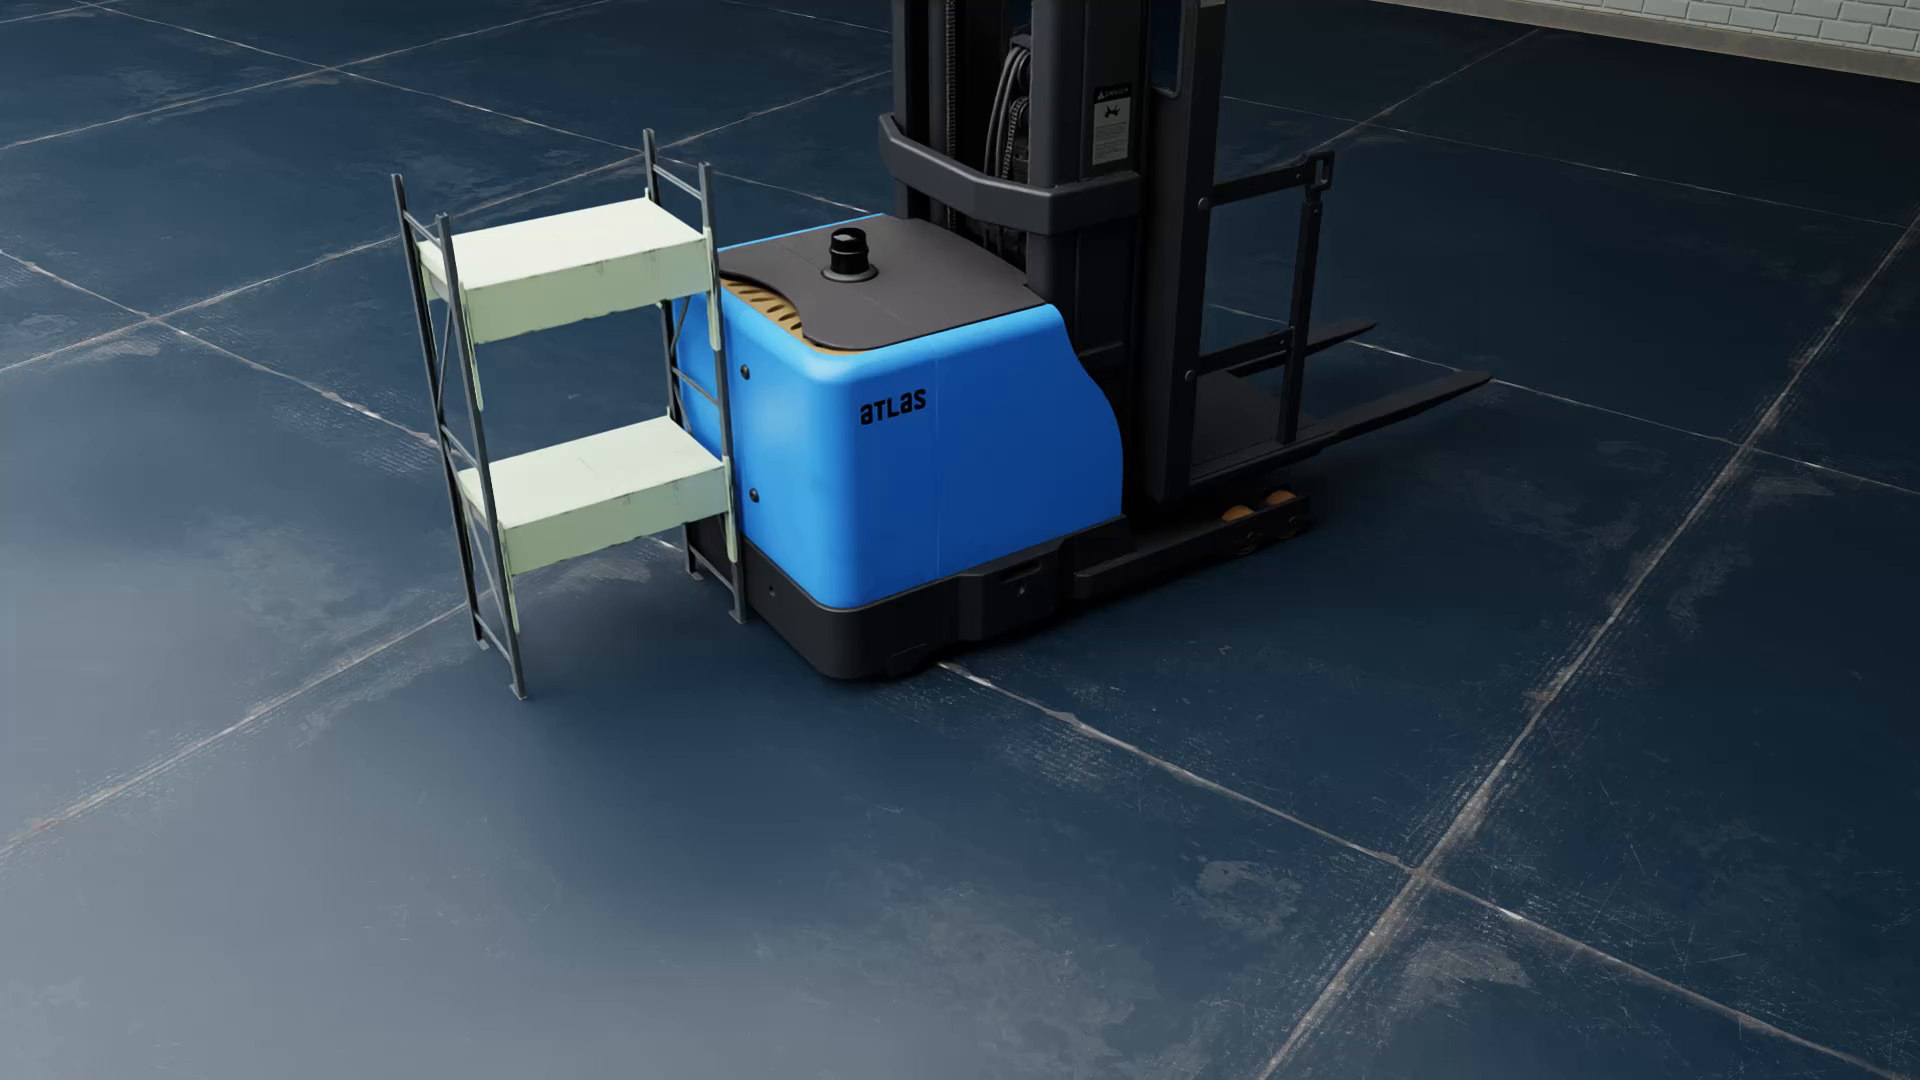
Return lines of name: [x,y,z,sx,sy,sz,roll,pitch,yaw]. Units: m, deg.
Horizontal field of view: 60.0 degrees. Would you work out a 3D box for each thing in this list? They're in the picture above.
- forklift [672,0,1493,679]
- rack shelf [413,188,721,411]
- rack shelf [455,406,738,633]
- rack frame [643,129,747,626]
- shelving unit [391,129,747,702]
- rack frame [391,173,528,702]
forklift: [0.604,-1.416,5.264,3.031,2.935,1.130,-19,35,-28]
rack shelf: [-1.103,-0.692,4.682,0.720,0.370,0.431,-19,35,-28]
rack shelf: [-1.103,-0.076,5.047,0.720,0.370,0.431,-19,35,-28]
rack frame: [-0.798,-0.460,5.055,0.023,1.500,0.400,-19,35,-28]
shelving unit: [-1.103,-0.357,4.881,0.755,1.500,0.431,-19,35,-28]
rack frame: [-1.408,-0.253,4.706,0.023,1.500,0.400,-19,35,-28]
